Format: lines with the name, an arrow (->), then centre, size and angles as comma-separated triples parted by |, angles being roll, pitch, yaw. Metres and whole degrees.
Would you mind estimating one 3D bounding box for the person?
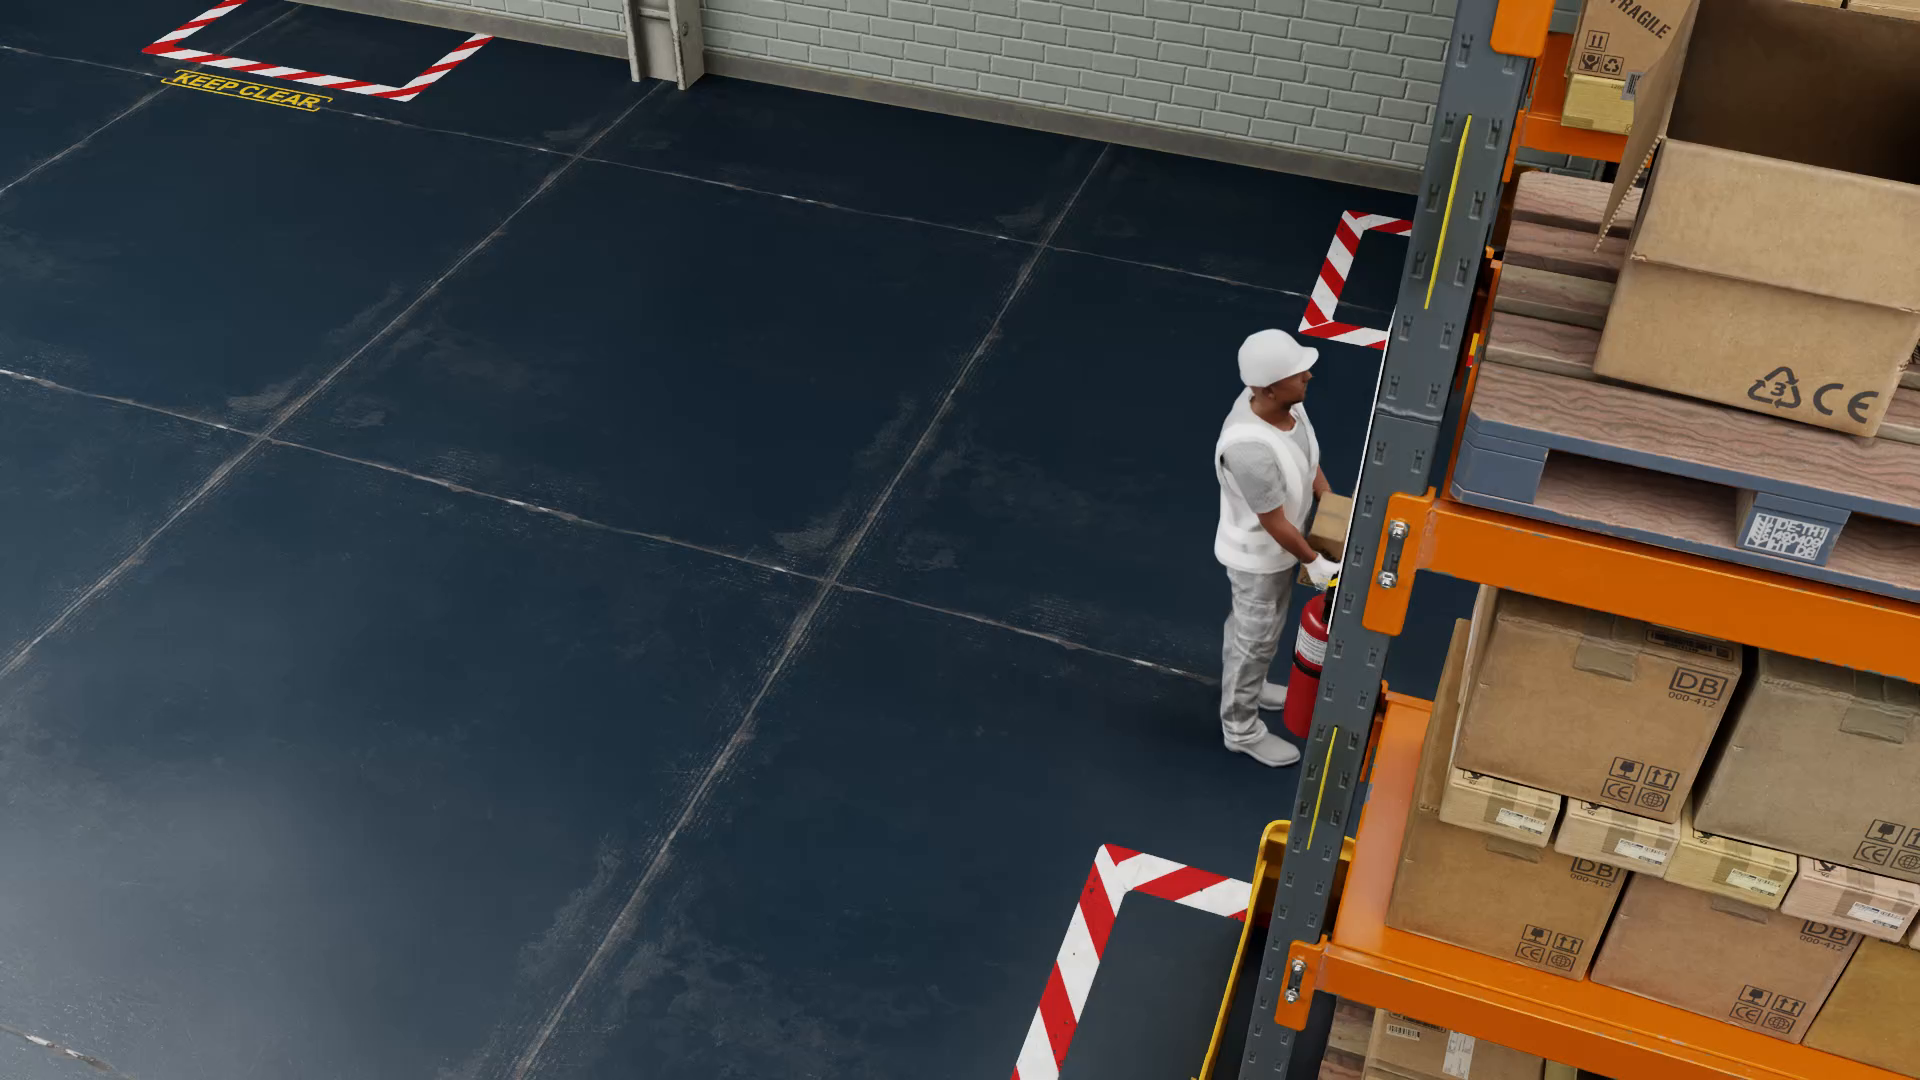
person -> 1.186, 0.027, 6.109 | 0.550, 1.788, 0.531 | 13, 43, 15
